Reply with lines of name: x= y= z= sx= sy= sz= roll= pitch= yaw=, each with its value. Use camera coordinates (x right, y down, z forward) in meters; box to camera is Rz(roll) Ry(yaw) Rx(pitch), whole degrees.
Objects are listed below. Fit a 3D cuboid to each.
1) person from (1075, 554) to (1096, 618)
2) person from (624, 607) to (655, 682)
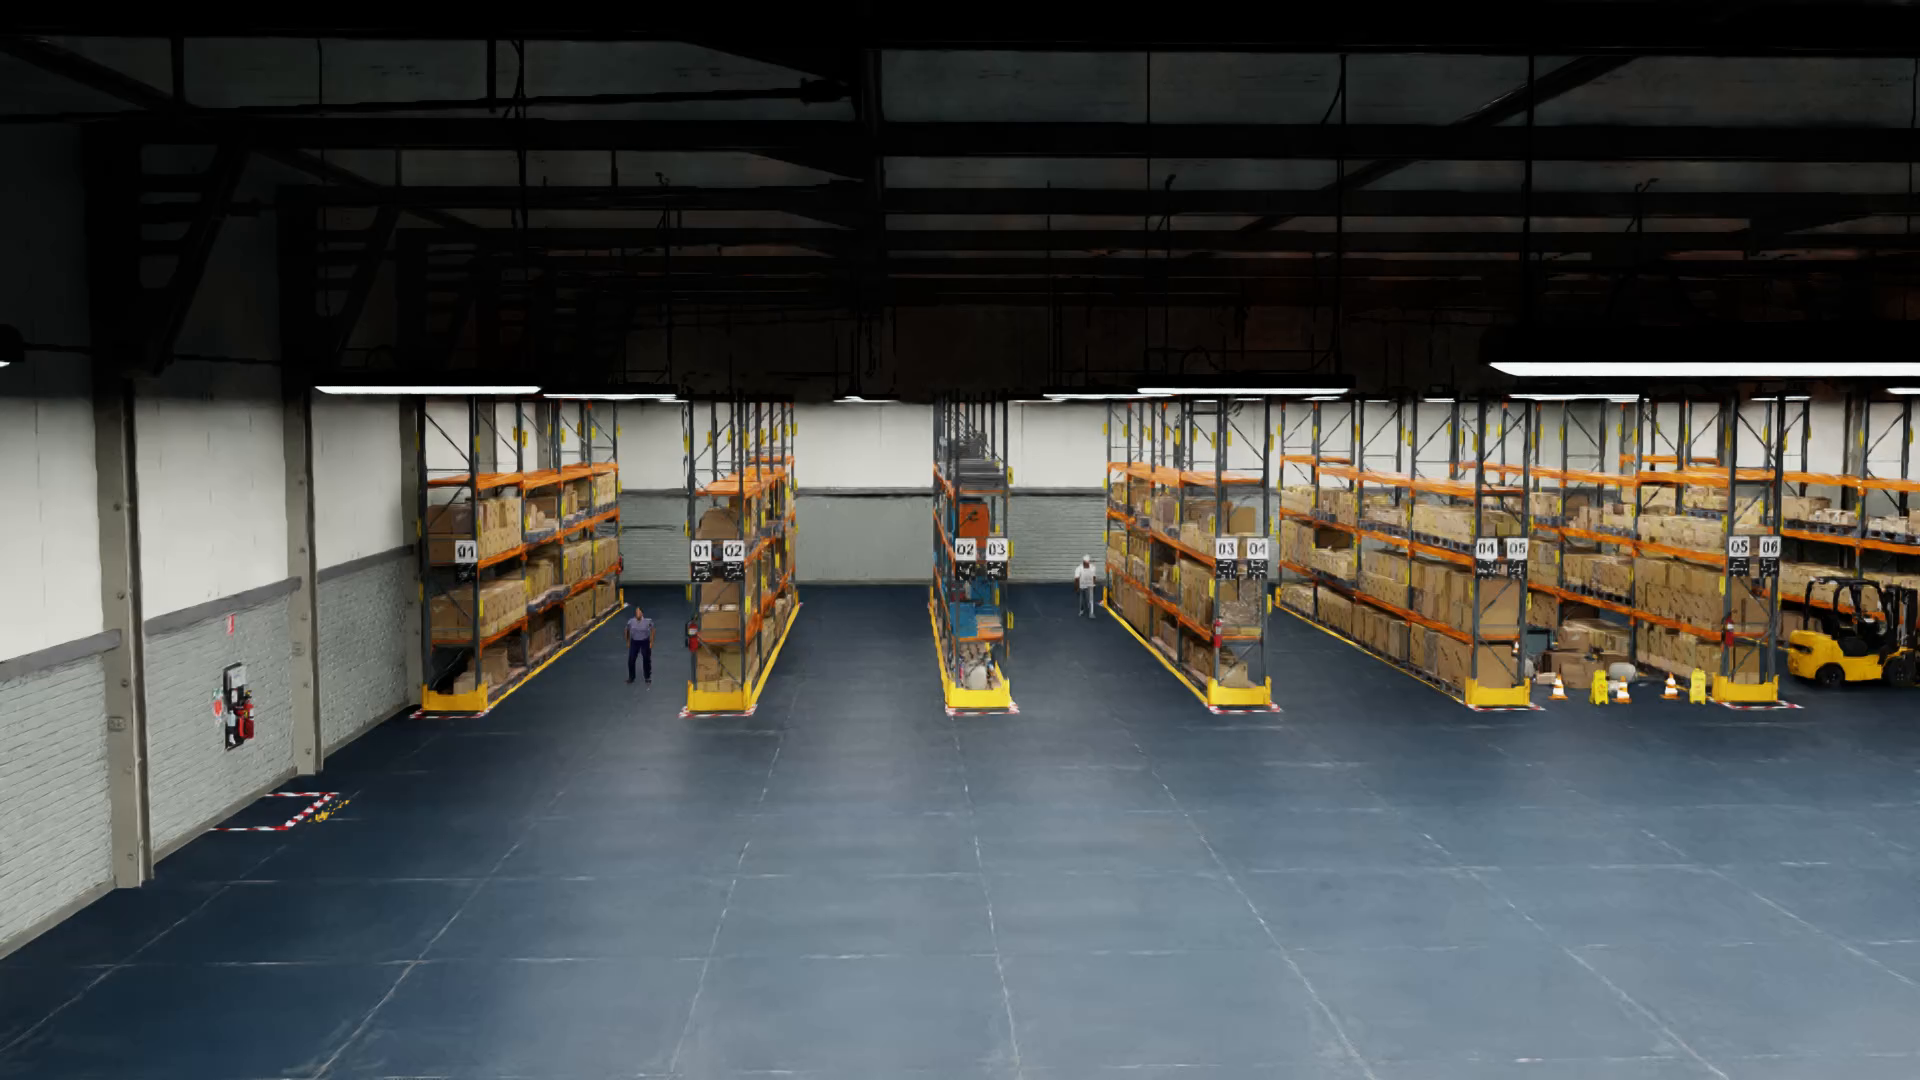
person: x=3.380 y=1.227 z=44.661 sx=0.577 sy=1.691 sz=1.121 roll=0 pitch=5 yaw=1
person: x=-6.588 y=2.183 z=34.223 sx=0.625 sy=1.520 sz=0.517 roll=0 pitch=5 yaw=-5
